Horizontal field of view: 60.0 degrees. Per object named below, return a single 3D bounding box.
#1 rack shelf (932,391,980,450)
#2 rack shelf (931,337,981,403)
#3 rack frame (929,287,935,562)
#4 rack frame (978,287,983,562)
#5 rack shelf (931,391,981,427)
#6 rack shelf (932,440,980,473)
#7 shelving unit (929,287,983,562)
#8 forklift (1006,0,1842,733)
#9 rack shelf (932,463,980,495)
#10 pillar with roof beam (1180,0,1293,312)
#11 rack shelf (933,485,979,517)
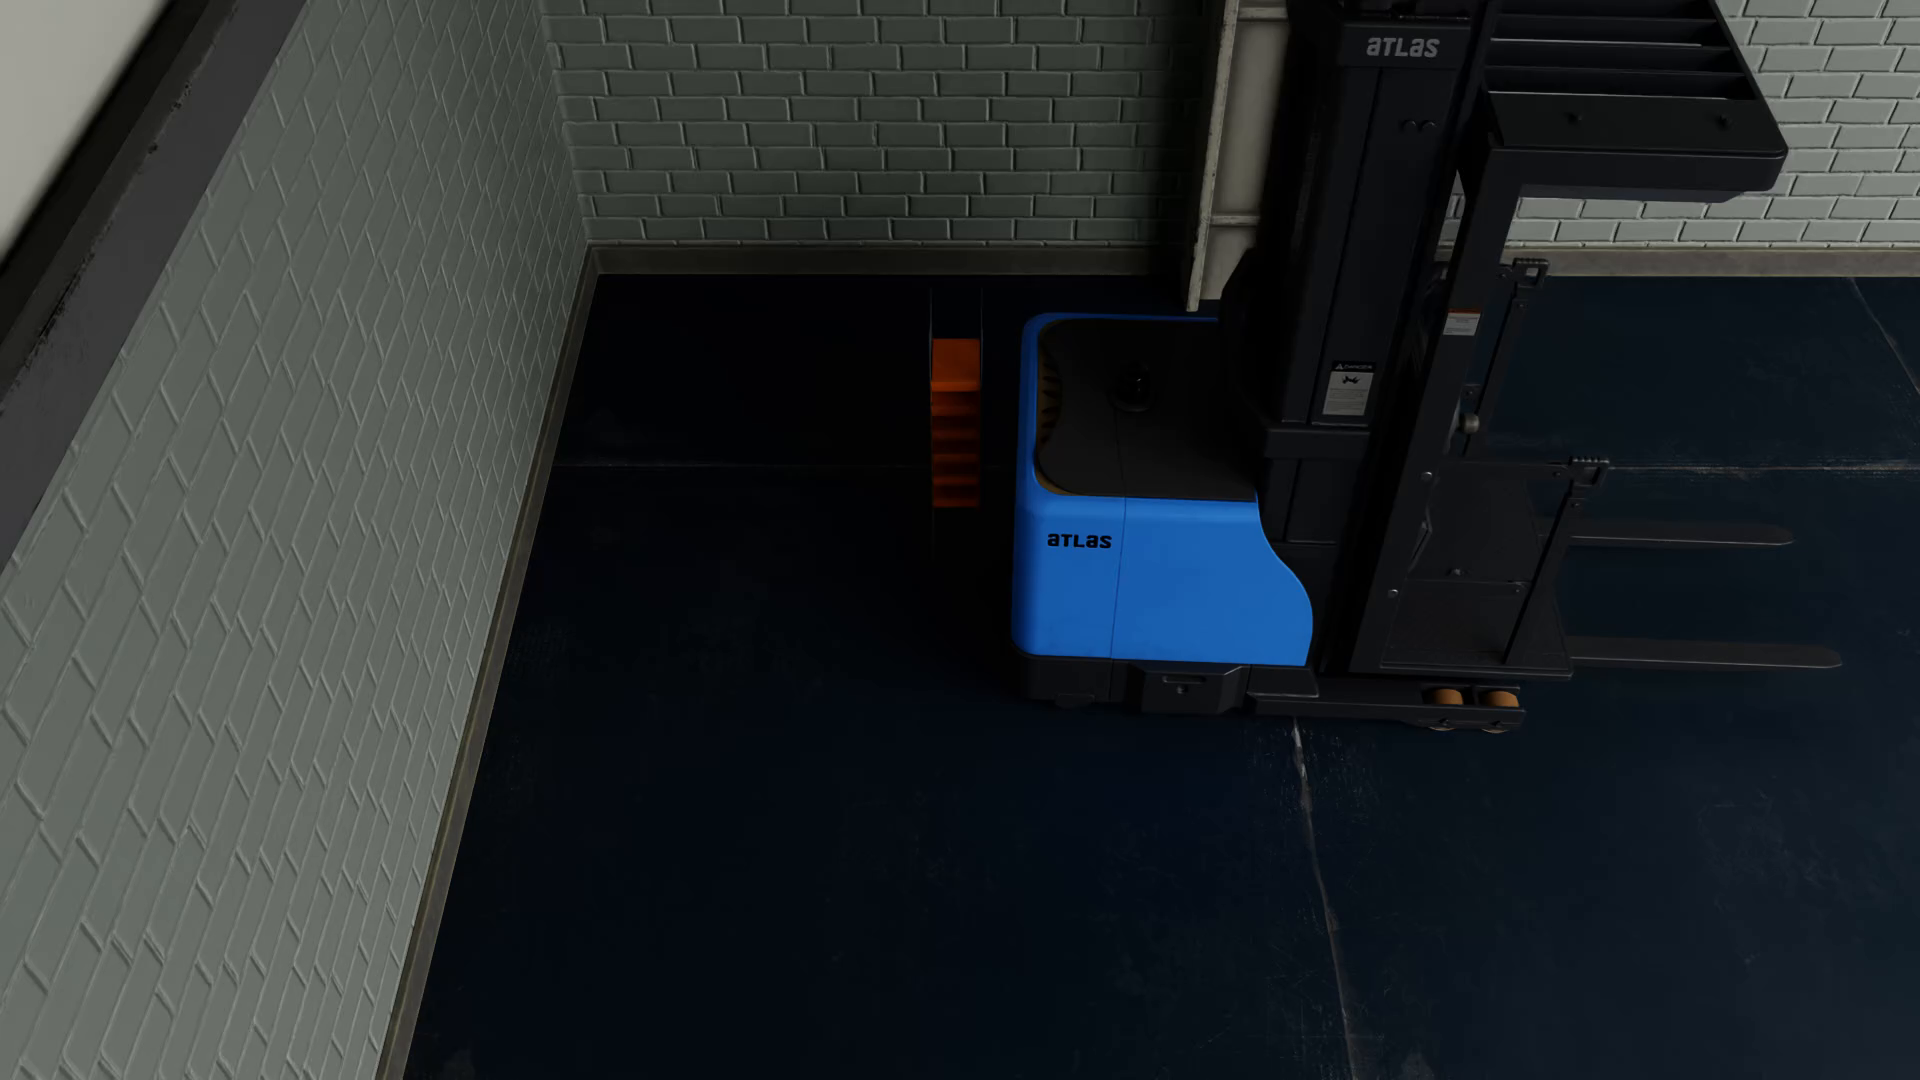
[{"bbox_3d":[-0.014,-0.460,6.256,0.180,0.103,0.258,0,47,0],"label":"rack shelf"},{"bbox_3d":[-0.014,-0.624,6.080,0.180,0.103,0.258,0,47,0],"label":"rack shelf"},{"bbox_3d":[-0.106,-0.409,6.311,0.006,1.200,0.240,0,47,0],"label":"rack frame"},{"bbox_3d":[0.077,-0.409,6.311,0.006,1.200,0.240,0,47,0],"label":"rack frame"},{"bbox_3d":[-0.014,-0.542,6.168,0.180,0.103,0.258,0,47,0],"label":"rack shelf"},{"bbox_3d":[-0.014,-0.379,6.343,0.180,0.103,0.258,0,47,0],"label":"rack shelf"},{"bbox_3d":[-0.014,-0.409,6.311,0.189,1.200,0.258,0,47,0],"label":"shelving unit"},{"bbox_3d":[1.704,-0.695,5.395,3.031,2.935,1.130,2,47,2],"label":"forklift"},{"bbox_3d":[-0.014,-0.297,6.431,0.180,0.103,0.258,0,47,0],"label":"rack shelf"},{"bbox_3d":[1.231,-1.091,1.617,0.400,9.000,9.100,0,47,0],"label":"pillar with roof beam"},{"bbox_3d":[-0.014,-0.215,6.519,0.180,0.103,0.258,0,47,0],"label":"rack shelf"}]
